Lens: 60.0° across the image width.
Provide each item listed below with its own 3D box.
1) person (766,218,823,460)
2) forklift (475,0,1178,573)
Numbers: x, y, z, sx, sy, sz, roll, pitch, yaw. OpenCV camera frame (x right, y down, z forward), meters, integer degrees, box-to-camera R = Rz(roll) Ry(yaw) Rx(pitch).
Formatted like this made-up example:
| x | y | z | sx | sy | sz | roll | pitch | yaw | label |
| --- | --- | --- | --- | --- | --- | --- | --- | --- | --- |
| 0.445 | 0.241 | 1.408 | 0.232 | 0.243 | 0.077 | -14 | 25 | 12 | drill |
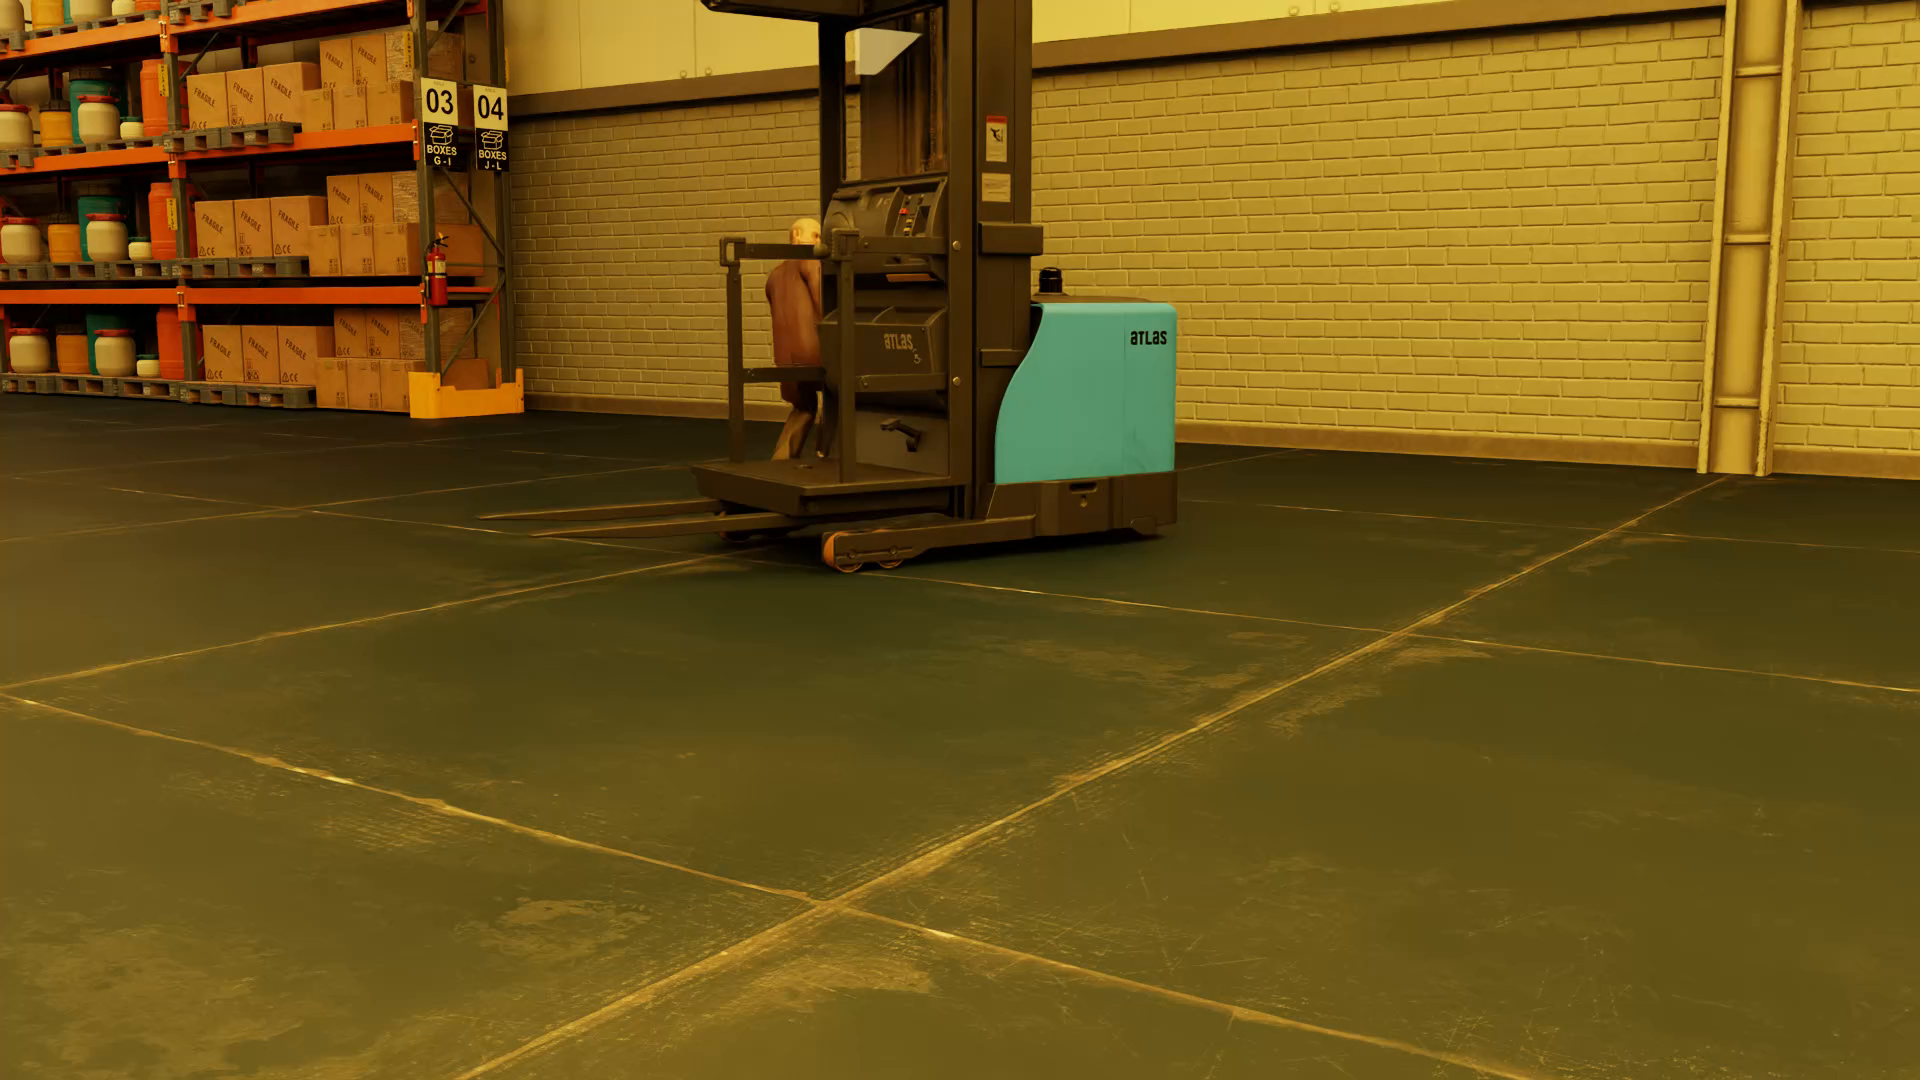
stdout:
| x | y | z | sx | sy | sz | roll | pitch | yaw | label |
| --- | --- | --- | --- | --- | --- | --- | --- | --- | --- |
| -0.827 | -1.166 | 10.217 | 0.804 | 1.606 | 0.829 | 5 | 10 | 33 | person |
| -0.507 | -1.403 | 7.061 | 3.031 | 2.935 | 1.130 | -5 | 10 | -33 | forklift |
